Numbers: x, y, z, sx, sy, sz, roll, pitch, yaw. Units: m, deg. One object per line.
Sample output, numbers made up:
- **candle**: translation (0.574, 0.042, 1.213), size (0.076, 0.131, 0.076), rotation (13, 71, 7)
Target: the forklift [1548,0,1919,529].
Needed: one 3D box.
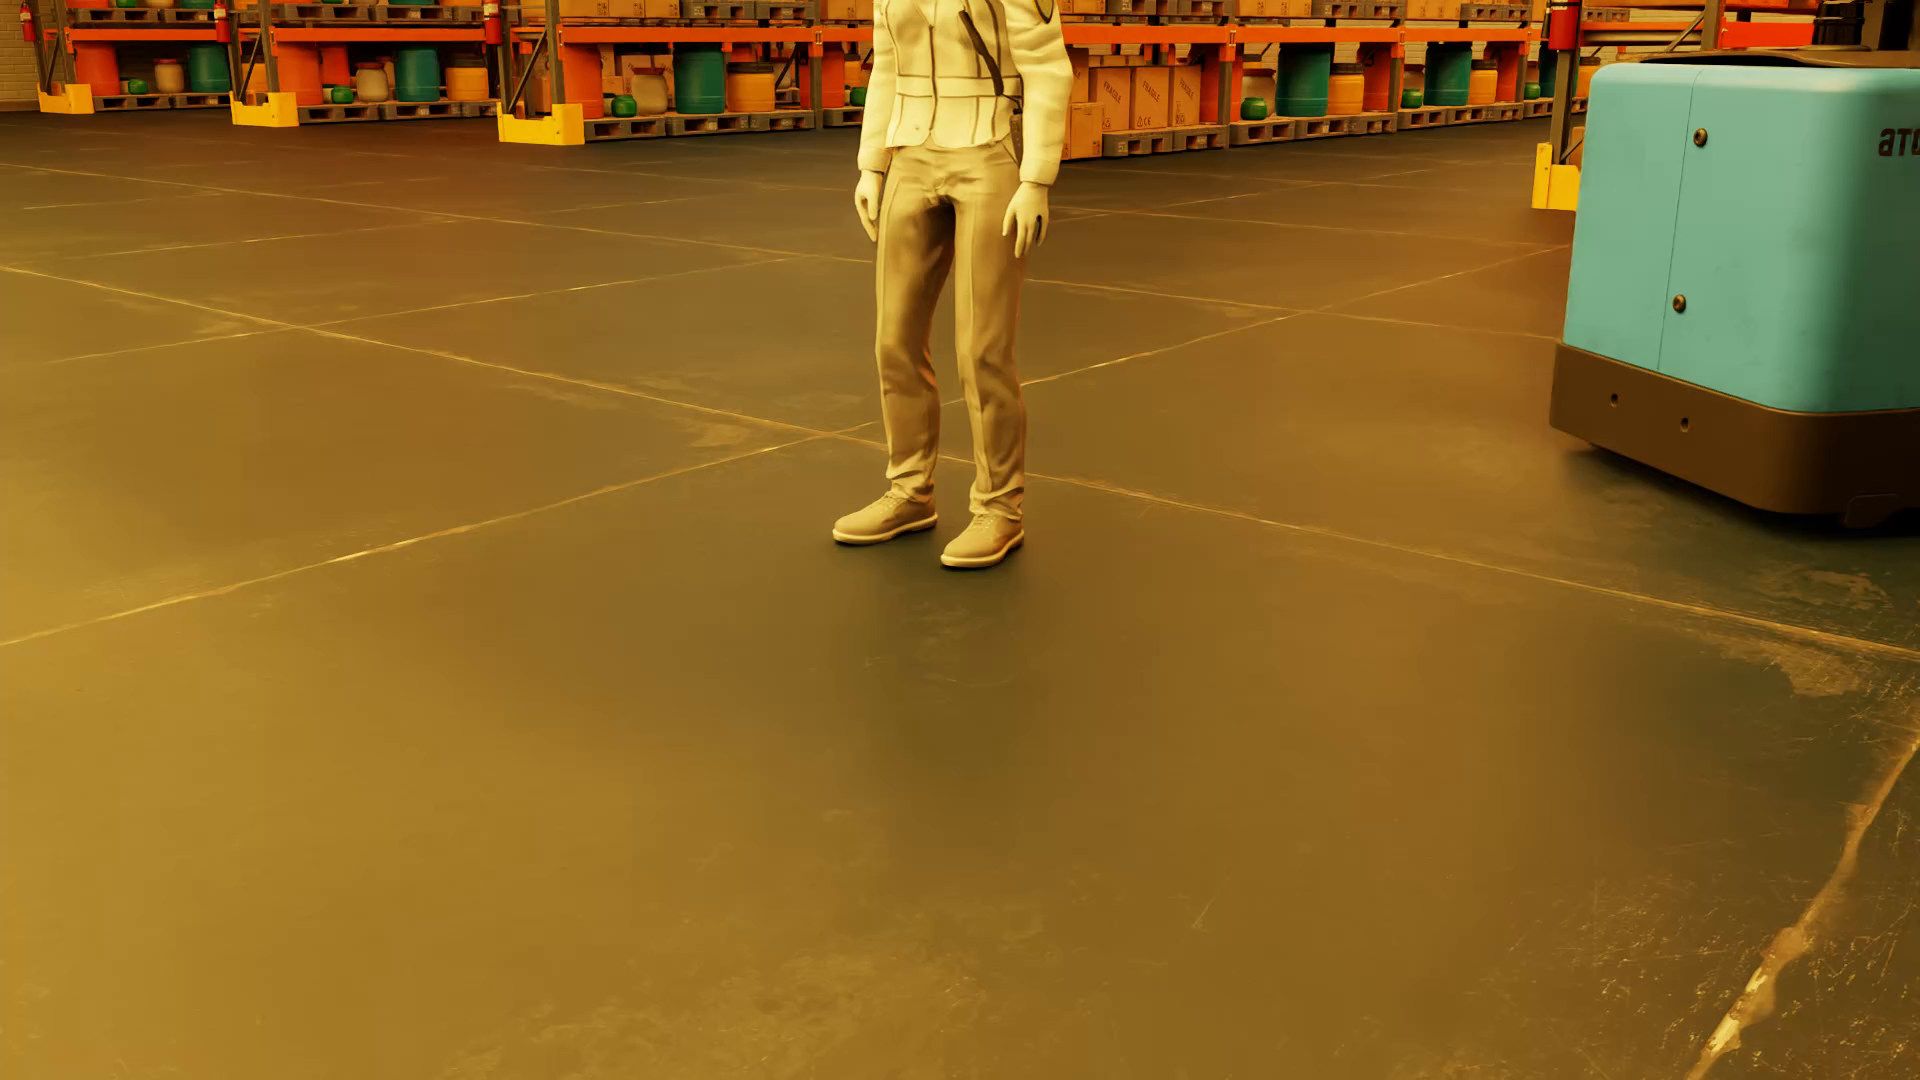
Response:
- **forklift**: translation (3.264, -1.631, 4.268), size (3.031, 2.935, 1.130), rotation (-4, 17, -12)

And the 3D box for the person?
- **person**: translation (-0.011, -0.786, 3.673), size (0.529, 1.663, 0.372), rotation (13, 21, 36)
